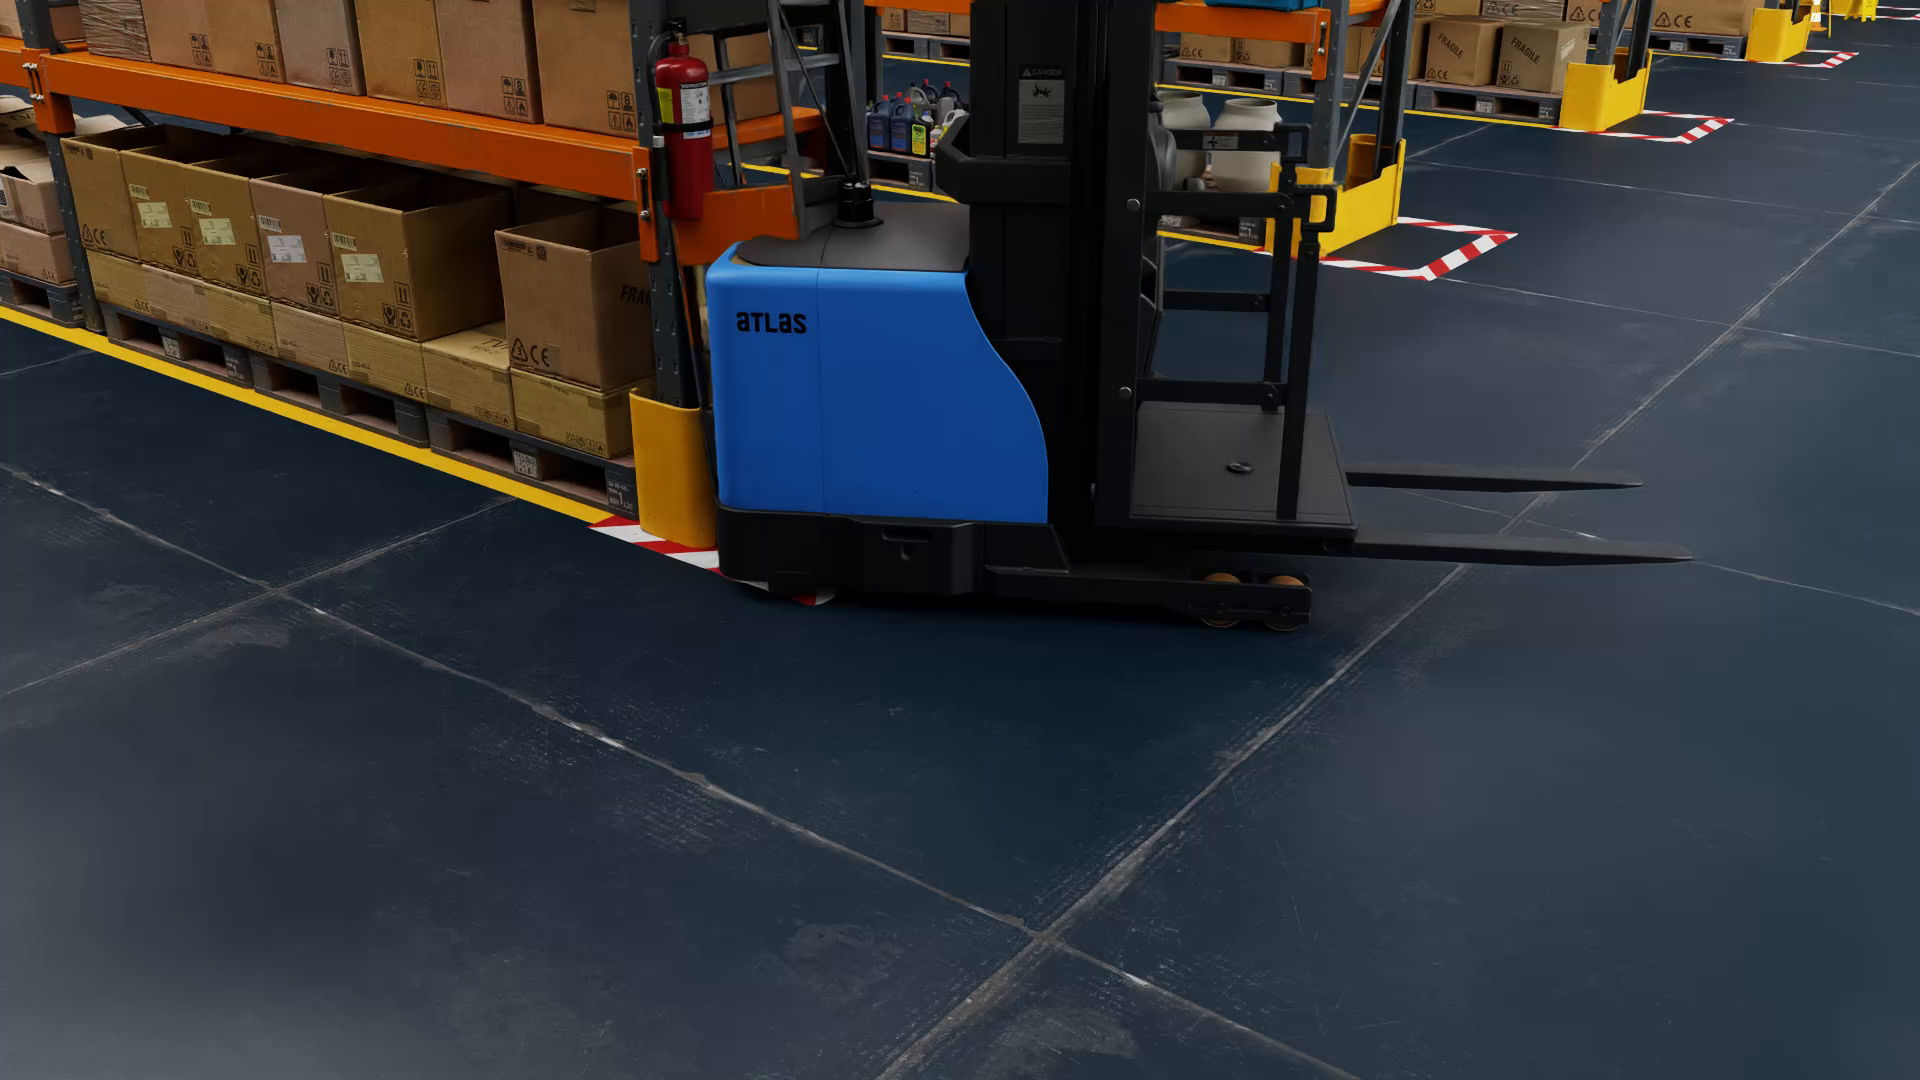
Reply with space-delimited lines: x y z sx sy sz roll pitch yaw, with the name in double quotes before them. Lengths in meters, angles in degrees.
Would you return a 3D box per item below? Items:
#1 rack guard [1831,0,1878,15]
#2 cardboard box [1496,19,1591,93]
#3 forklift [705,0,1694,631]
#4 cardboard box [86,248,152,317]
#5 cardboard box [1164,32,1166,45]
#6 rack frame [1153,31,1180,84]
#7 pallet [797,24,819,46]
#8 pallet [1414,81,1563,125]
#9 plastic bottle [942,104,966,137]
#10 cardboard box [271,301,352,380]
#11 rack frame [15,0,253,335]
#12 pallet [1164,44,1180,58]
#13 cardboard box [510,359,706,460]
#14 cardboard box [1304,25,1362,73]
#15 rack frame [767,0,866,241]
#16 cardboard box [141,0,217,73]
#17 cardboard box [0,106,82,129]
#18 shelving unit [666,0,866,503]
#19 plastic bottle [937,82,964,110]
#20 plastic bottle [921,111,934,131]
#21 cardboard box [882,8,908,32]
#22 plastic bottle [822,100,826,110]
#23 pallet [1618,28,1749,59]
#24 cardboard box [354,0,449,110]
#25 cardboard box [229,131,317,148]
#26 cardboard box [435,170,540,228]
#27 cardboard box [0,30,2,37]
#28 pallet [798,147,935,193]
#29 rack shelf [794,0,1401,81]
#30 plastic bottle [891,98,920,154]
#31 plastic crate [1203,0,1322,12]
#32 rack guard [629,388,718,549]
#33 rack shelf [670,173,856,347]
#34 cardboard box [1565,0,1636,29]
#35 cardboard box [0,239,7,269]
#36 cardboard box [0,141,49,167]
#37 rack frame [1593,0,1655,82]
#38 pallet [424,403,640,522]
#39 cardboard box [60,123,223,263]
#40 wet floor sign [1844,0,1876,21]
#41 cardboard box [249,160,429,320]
"rack guard" 11.145 -6.834 20.641 0.348 0.500 1.175 17 29 33
"cardboard box" 4.773 -3.967 13.613 0.500 0.500 0.500 -20 31 -38
"forklift" 0.777 -1.288 5.039 3.031 2.935 1.130 3 24 6
"cardboard box" -3.693 -1.258 7.775 0.500 0.250 0.500 17 29 33
"cardboard box" 1.583 -4.942 15.802 0.500 0.500 0.700 14 28 29
"rack frame" 2.062 -5.730 15.034 0.127 3.000 1.000 17 29 33
"pallet" -1.725 -5.636 18.279 1.213 0.211 1.003 17 29 33
"pallet" 4.573 -3.712 13.914 1.213 0.211 1.003 17 29 33
"plastic bottle" -0.020 -2.643 10.768 0.185 0.351 0.144 17 29 33
"cardboard box" -2.495 -0.894 6.949 0.500 0.250 0.500 17 29 33
"rack frame" -3.882 -2.534 7.782 0.127 3.000 1.000 17 29 33
"pallet" 1.438 -4.641 16.022 1.213 0.211 1.003 17 29 33
"cardboard box" -1.288 -0.535 6.134 0.500 0.250 0.500 17 29 33
"cardboard box" 3.365 -4.407 14.612 0.500 0.500 0.500 14 27 29
"rack frame" -0.387 -0.937 5.286 0.015 2.100 0.400 2 17 30
"cardboard box" -3.098 -2.349 7.238 0.500 0.500 0.700 16 29 33
"cardboard box" -5.295 -2.277 9.390 0.500 0.311 0.500 18 29 35
"shelving unit" -0.599 -0.943 5.407 0.503 2.100 0.431 2 17 30
"plastic bottle" -0.067 -3.012 11.605 0.185 0.351 0.144 15 28 31
"plastic bottle" -0.220 -2.686 10.964 0.097 0.271 0.097 0 24 0
"cardboard box" -0.591 -5.599 17.291 0.500 0.500 0.700 15 28 31
"plastic bottle" -0.917 -2.866 11.372 0.097 0.271 0.097 0 24 0
"pallet" 7.631 -5.230 17.359 1.213 0.211 1.003 17 29 33
"cardboard box" -1.865 -1.977 6.393 0.500 0.500 0.700 17 29 34
"cardboard box" -2.987 -1.645 7.723 0.500 0.500 0.500 17 29 33
"cardboard box" -1.786 -1.283 6.900 0.500 0.500 0.500 17 29 33
"cardboard box" -4.696 -2.626 8.157 0.258 0.266 0.396 16 28 32
"pallet" -0.396 -2.680 11.570 1.213 0.211 1.003 17 29 33
"rack shelf" 0.692 -3.319 10.454 4.000 0.370 1.077 17 29 33
"plastic bottle" -0.361 -2.746 11.002 0.185 0.351 0.144 15 28 31
"plastic crate" 1.712 -3.121 9.297 0.616 0.251 0.499 17 29 33
"rack guard" -0.662 -0.417 6.077 0.348 0.500 1.175 17 29 33
"rack shelf" -0.597 -0.930 5.410 0.480 0.518 0.431 2 17 30
"cardboard box" 7.031 -5.913 17.564 0.875 0.875 0.875 16 29 32
"cardboard box" -4.792 -1.598 8.546 0.500 0.250 0.500 16 29 33
"cardboard box" -4.799 -1.854 8.432 0.500 0.311 0.500 18 29 35
"rack frame" 5.263 -4.762 12.838 0.127 3.000 1.000 17 29 33
"pallet" -1.319 -0.462 6.538 1.213 0.211 1.003 17 29 33
"cardboard box" -3.699 -1.598 7.616 0.500 0.500 0.500 17 29 33
"wet floor sign" 10.716 -6.491 19.682 0.267 0.644 0.232 -15 28 -30
"cardboard box" -2.498 -1.236 6.795 0.500 0.500 0.500 17 29 33
